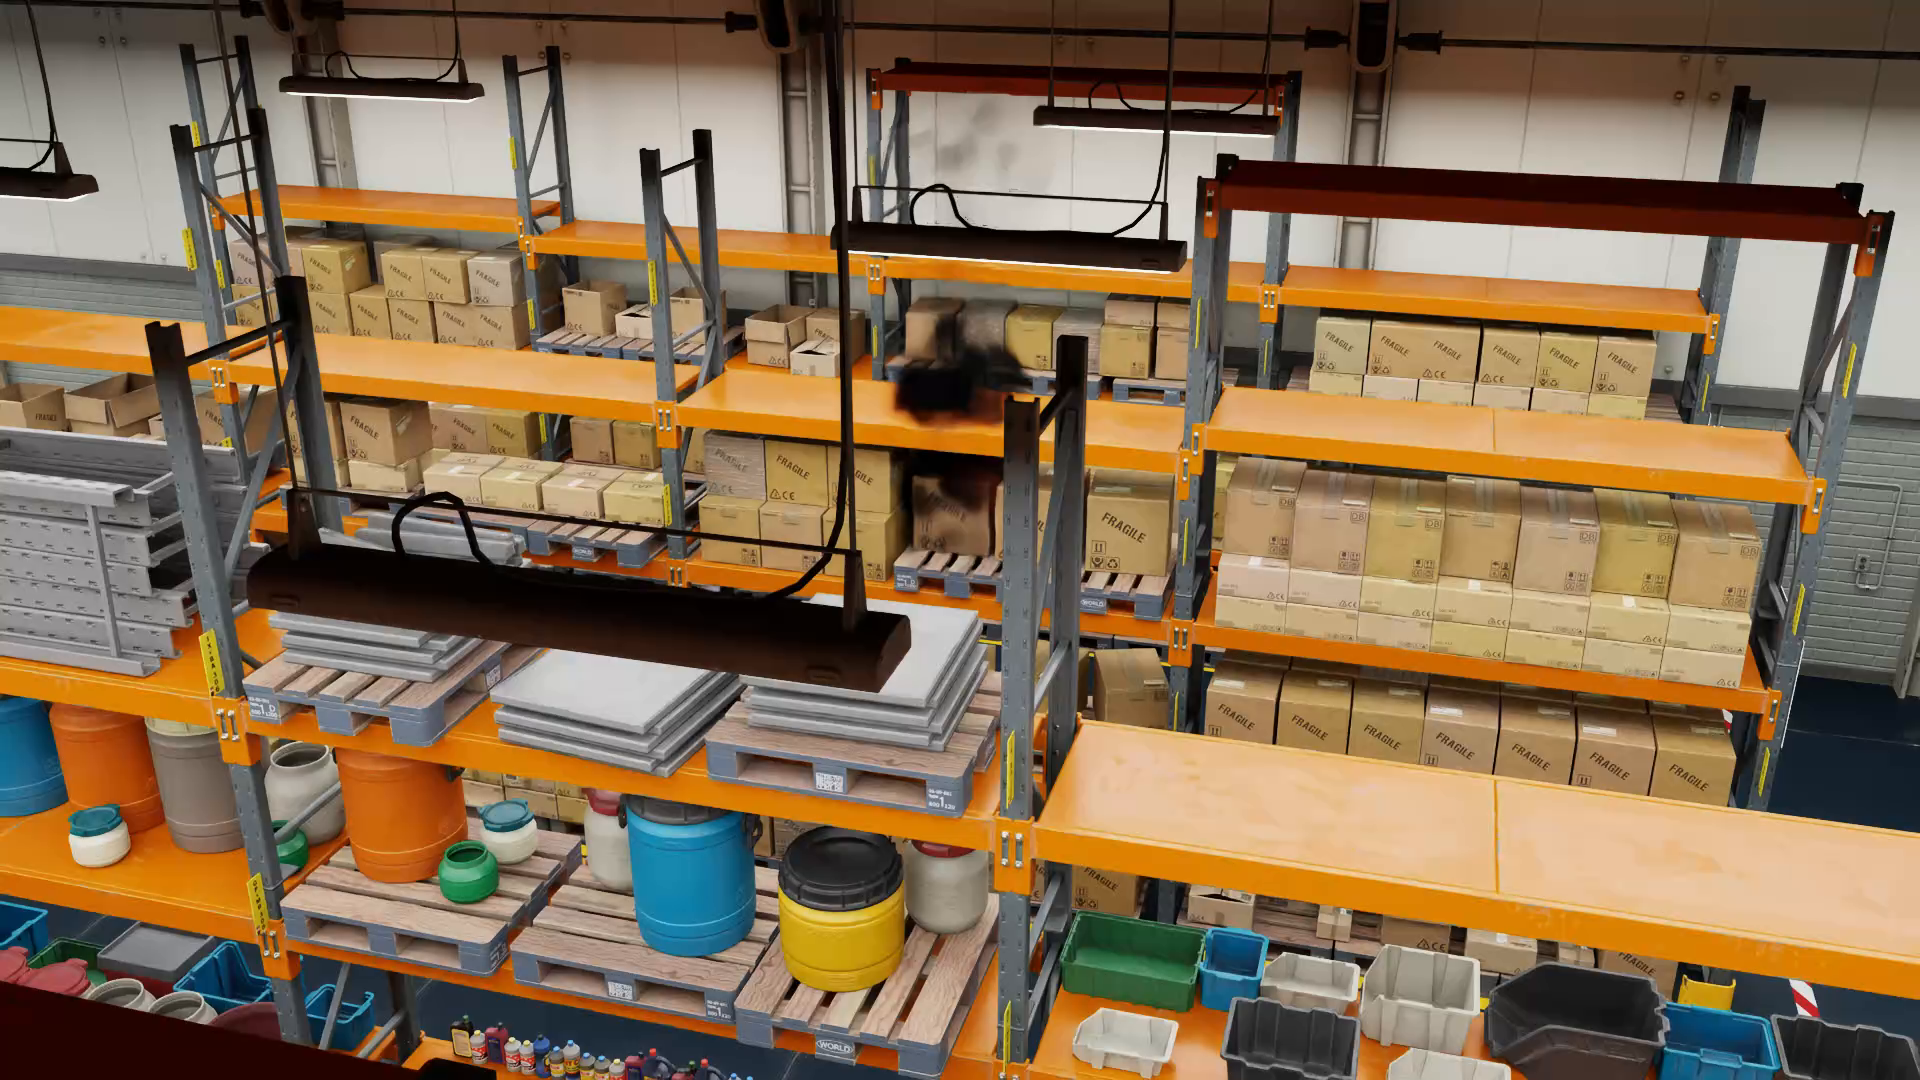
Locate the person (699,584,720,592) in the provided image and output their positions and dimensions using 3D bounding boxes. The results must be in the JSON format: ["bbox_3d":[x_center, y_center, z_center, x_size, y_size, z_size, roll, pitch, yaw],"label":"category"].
[{"bbox_3d":[-2.410,0.970,16.262,0.941,1.632,0.607,6,23,13],"label":"person"}]
